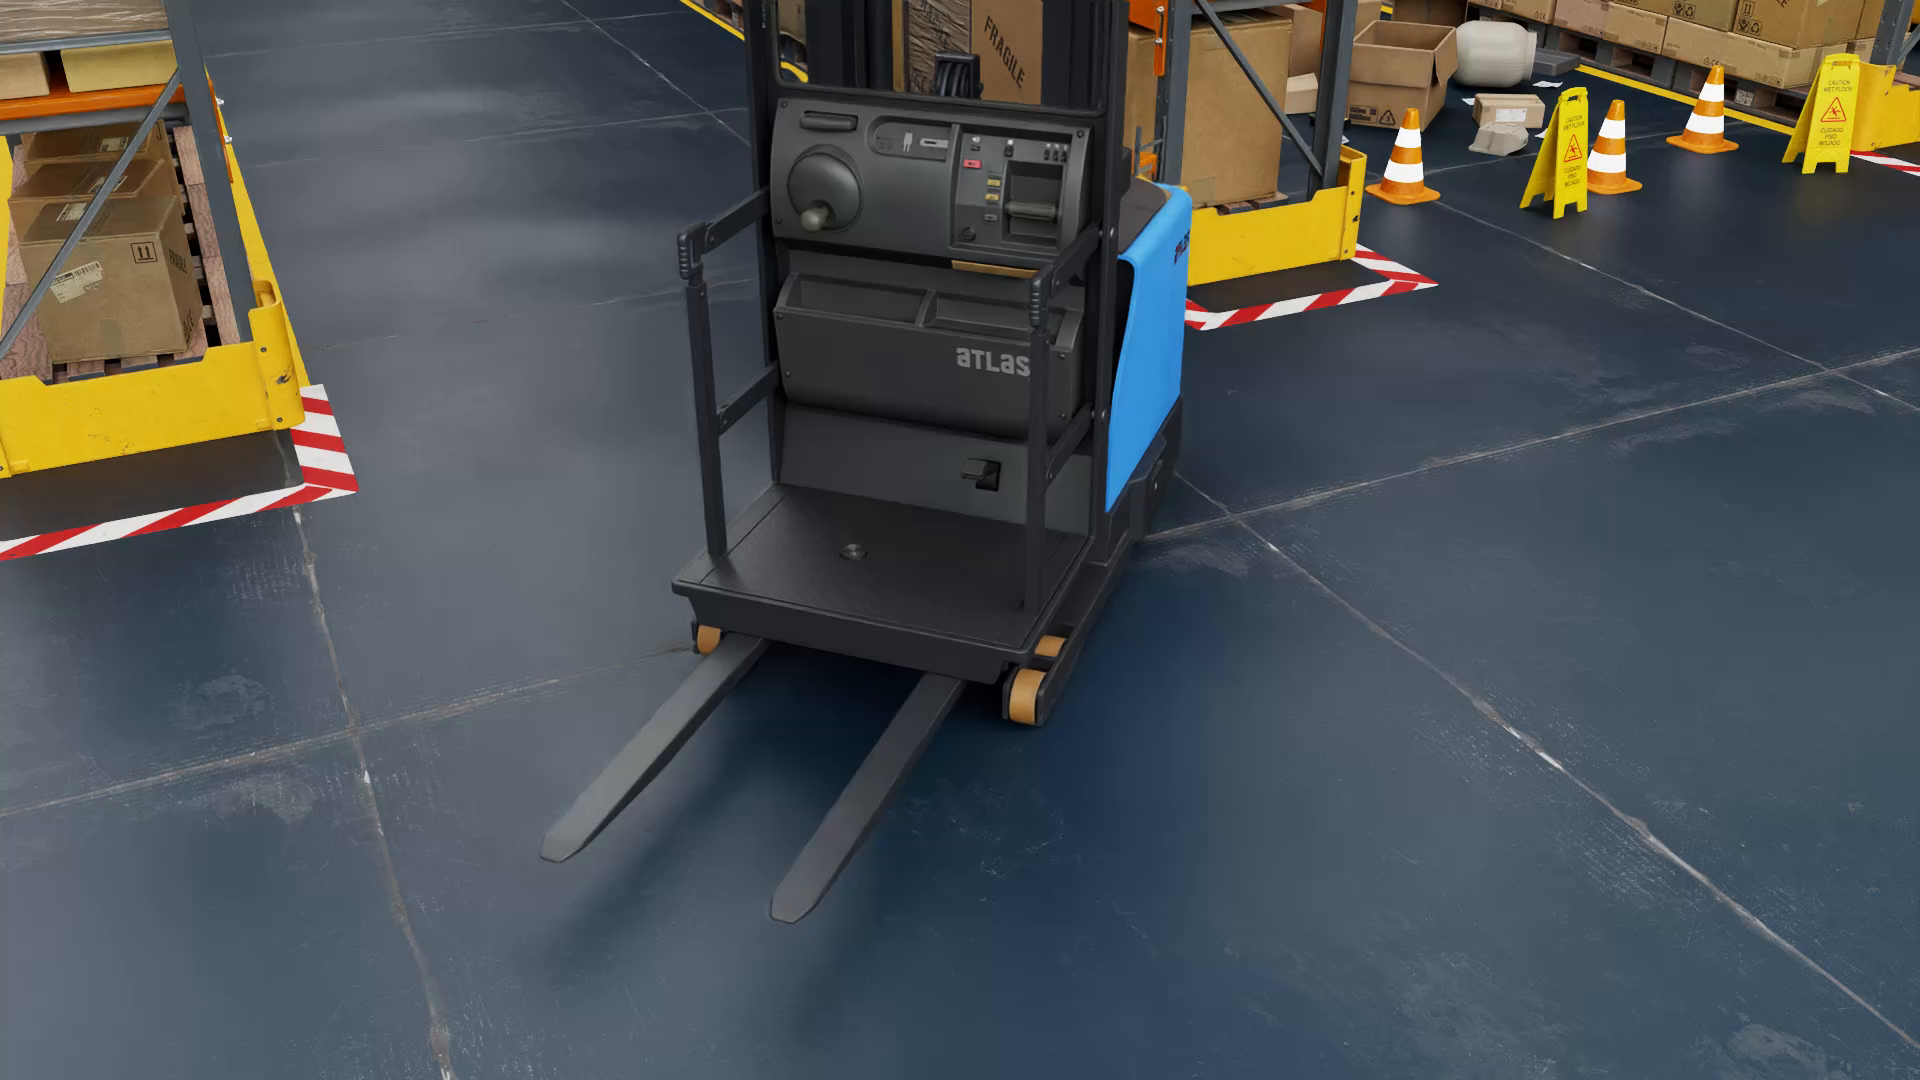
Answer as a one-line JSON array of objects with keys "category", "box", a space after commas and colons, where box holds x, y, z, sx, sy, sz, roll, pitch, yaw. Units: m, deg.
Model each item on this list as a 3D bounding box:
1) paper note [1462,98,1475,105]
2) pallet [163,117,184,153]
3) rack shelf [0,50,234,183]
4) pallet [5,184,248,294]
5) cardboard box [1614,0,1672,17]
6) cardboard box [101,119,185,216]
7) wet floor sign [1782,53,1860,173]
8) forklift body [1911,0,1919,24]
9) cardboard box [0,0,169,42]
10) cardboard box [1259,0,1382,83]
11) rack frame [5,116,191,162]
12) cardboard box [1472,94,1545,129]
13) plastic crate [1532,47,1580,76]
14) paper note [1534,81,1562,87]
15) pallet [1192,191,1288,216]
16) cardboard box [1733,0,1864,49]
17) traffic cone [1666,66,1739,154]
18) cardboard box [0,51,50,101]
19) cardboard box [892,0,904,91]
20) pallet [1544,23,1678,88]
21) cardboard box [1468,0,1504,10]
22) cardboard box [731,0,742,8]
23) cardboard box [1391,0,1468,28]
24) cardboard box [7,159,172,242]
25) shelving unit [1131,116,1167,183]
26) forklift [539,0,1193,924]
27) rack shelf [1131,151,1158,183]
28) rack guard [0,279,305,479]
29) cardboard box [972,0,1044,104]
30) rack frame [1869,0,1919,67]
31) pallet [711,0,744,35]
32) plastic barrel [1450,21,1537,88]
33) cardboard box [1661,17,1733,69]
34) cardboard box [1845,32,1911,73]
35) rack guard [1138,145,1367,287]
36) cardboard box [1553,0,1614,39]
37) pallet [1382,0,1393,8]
[{"category": "paper note", "box": [3.372, -2.870, 10.849, 0.148, 0.019, 0.142, -3, 29, -5]}, {"category": "pallet", "box": [-5.198, -2.578, 10.131, 1.003, 0.211, 1.213, -13, 32, -22]}, {"category": "rack shelf", "box": [-4.004, -2.253, 7.436, 1.077, 0.370, 4.000, -13, 32, -22]}, {"category": "pallet", "box": [-4.015, -1.405, 8.040, 1.003, 0.211, 1.213, -13, 32, -22]}, {"category": "cardboard box", "box": [4.788, -3.828, 11.126, 0.500, 0.500, 0.500, -14, 32, -23]}, {"category": "cardboard box", "box": [-4.137, -1.849, 8.107, 0.500, 0.500, 0.500, -16, 33, -26]}, {"category": "wet floor sign", "box": [4.920, -2.429, 9.421, 0.267, 0.644, 0.232, -3, 29, -5]}, {"category": "forklift body", "box": [7.825, -4.892, 12.276, 2.313, 2.155, 1.214, -13, 32, -22]}, {"category": "cardboard box", "box": [-3.357, -2.105, 6.031, 0.875, 0.500, 0.500, -13, 32, -22]}, {"category": "cardboard box", "box": [2.355, -3.390, 11.142, 0.797, 0.637, 0.503, -13, 32, -22]}, {"category": "rack frame", "box": [-4.863, -3.450, 8.836, 1.000, 3.000, 0.127, -13, 32, -22]}, {"category": "cardboard box", "box": [3.418, -2.675, 10.369, 0.380, 0.149, 0.250, 2, 29, 4]}, {"category": "plastic crate", "box": [4.021, -3.392, 11.717, 0.583, 0.080, 0.402, 26, 38, 38]}, {"category": "paper note", "box": [3.960, -3.075, 11.202, 0.148, 0.019, 0.142, 26, 38, 38]}, {"category": "pallet", "box": [0.964, -1.801, 8.745, 1.003, 0.211, 1.213, -13, 32, -22]}, {"category": "cardboard box", "box": [5.225, -3.374, 10.316, 0.500, 0.500, 0.500, -13, 32, -22]}, {"category": "traffic cone", "box": [4.455, -2.577, 9.872, 0.336, 0.463, 0.334, -13, 32, -22]}, {"category": "cardboard box", "box": [-3.454, -1.656, 5.894, 0.380, 0.149, 0.250, -13, 32, -22]}, {"category": "cardboard box", "box": [-0.133, -3.411, 10.509, 0.875, 0.875, 0.875, -13, 32, -21]}, {"category": "pallet", "box": [4.936, -3.486, 11.751, 1.003, 0.211, 1.213, -13, 32, -22]}, {"category": "cardboard box", "box": [4.097, -4.198, 12.551, 0.500, 0.250, 0.500, -15, 32, -24]}, {"category": "cardboard box", "box": [-1.098, -4.331, 12.278, 1.050, 0.750, 0.750, -13, 32, -22]}, {"category": "cardboard box", "box": [3.319, -3.683, 11.804, 0.500, 0.500, 0.500, 7, 30, 13]}, {"category": "cardboard box", "box": [-3.686, -1.312, 7.150, 0.500, 0.500, 0.500, -5, 30, -9]}, {"category": "shelving unit", "box": [0.454, -1.019, 6.323, 0.503, 1.200, 0.258, 16, 29, 26]}, {"category": "forklift", "box": [-0.168, -0.971, 4.484, 1.130, 2.935, 3.031, 10, 31, 17]}, {"category": "rack shelf", "box": [0.468, -1.374, 6.153, 0.480, 0.148, 0.258, 16, 29, 26]}, {"category": "rack guard", "box": [-3.178, -0.627, 6.356, 1.175, 0.500, 0.348, -13, 32, -22]}, {"category": "cardboard box", "box": [0.647, -2.610, 9.081, 0.875, 0.875, 0.875, -14, 32, -23]}, {"category": "rack frame", "box": [5.805, -3.764, 9.396, 1.000, 3.000, 0.127, -13, 32, -22]}, {"category": "pallet", "box": [-1.267, -4.095, 12.838, 1.003, 0.211, 1.213, -13, 32, -22]}, {"category": "plastic barrel", "box": [3.551, -3.235, 11.086, 0.512, 0.421, 0.421, 7, 30, 13]}, {"category": "cardboard box", "box": [5.000, -3.279, 10.913, 0.500, 0.250, 0.500, -13, 32, -22]}, {"category": "cardboard box", "box": [5.708, -3.162, 10.705, 0.500, 0.250, 0.500, -13, 32, -22]}, {"category": "rack guard", "box": [1.388, -1.579, 8.055, 1.175, 0.500, 0.348, -13, 32, -22]}, {"category": "cardboard box", "box": [4.567, -3.730, 11.717, 0.500, 0.250, 0.500, -14, 32, -23]}, {"category": "pallet", "box": [3.752, -4.658, 13.842, 1.003, 0.211, 1.213, -13, 32, -22]}]
